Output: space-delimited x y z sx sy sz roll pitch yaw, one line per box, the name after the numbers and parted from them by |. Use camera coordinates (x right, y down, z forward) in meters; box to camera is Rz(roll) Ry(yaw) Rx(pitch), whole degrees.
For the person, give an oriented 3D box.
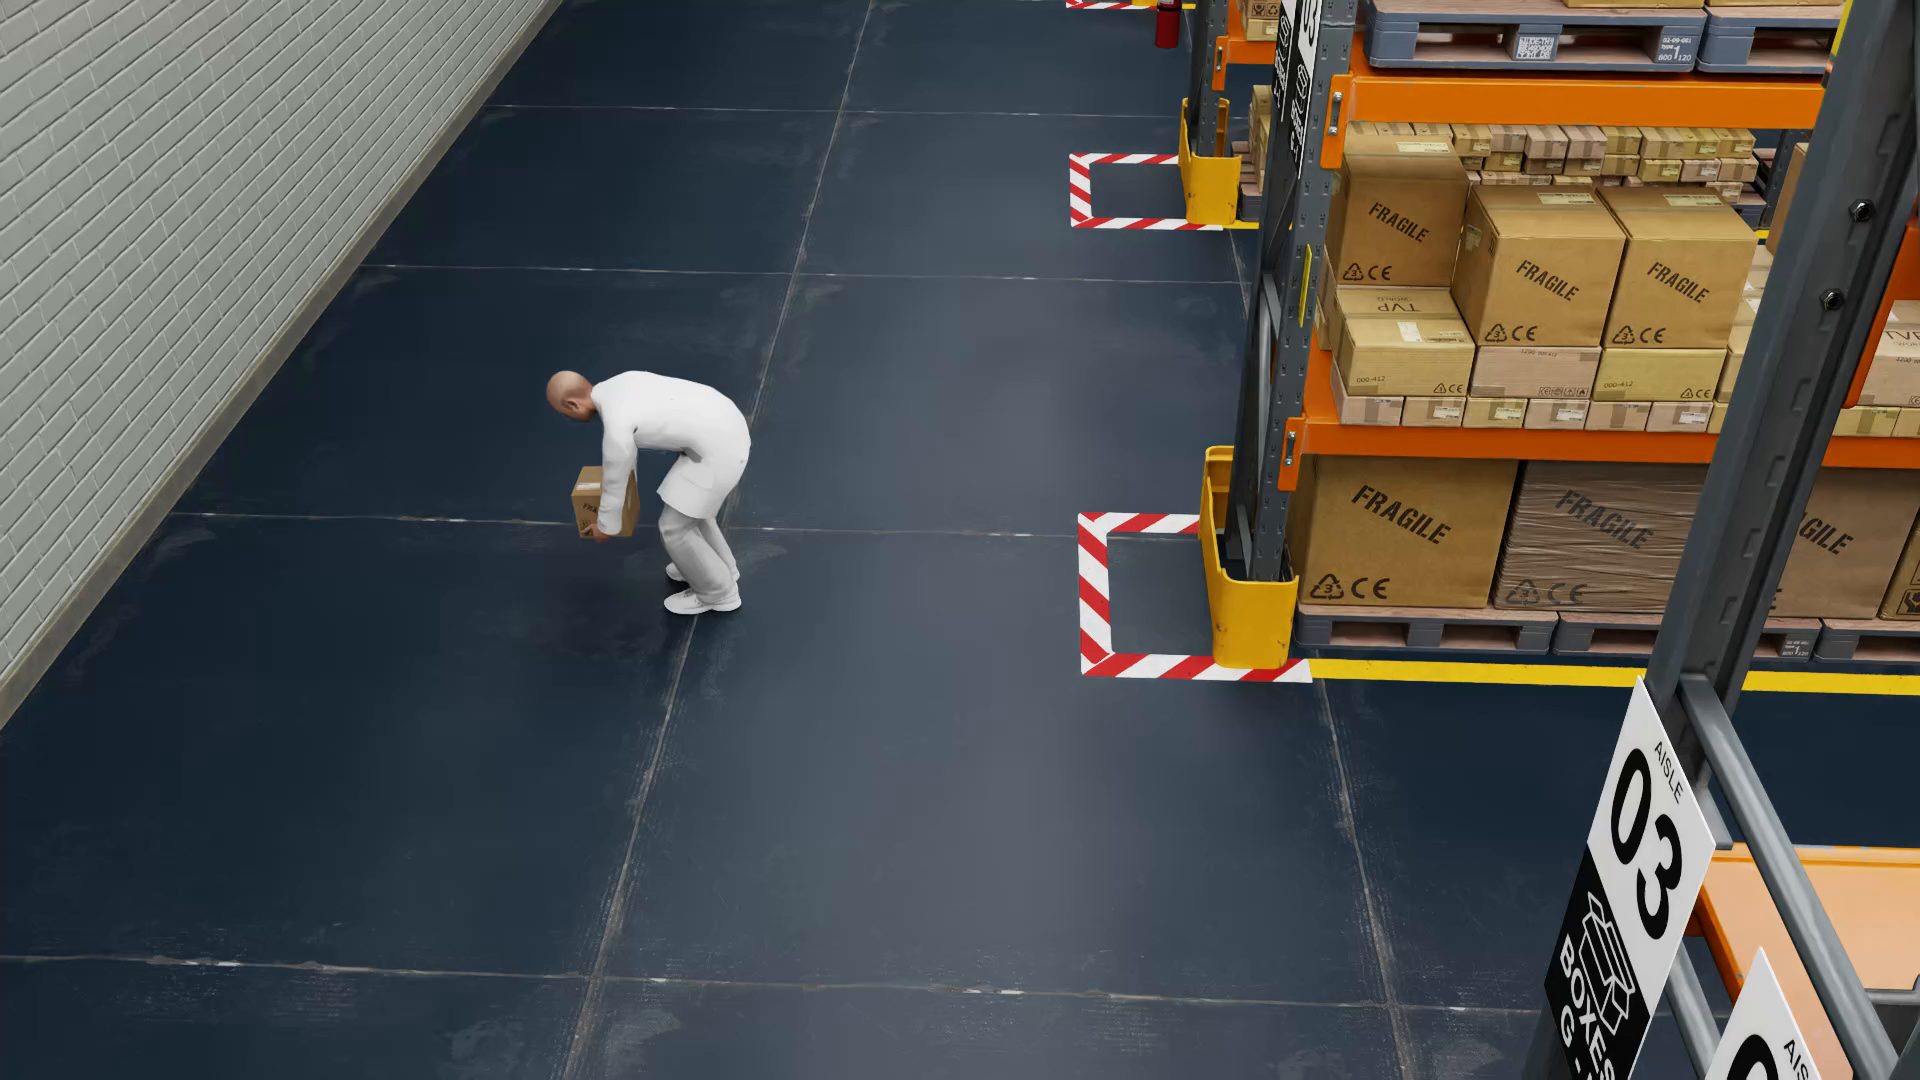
-1.443 -0.244 7.954 0.917 1.229 0.569 0 35 0 | person
